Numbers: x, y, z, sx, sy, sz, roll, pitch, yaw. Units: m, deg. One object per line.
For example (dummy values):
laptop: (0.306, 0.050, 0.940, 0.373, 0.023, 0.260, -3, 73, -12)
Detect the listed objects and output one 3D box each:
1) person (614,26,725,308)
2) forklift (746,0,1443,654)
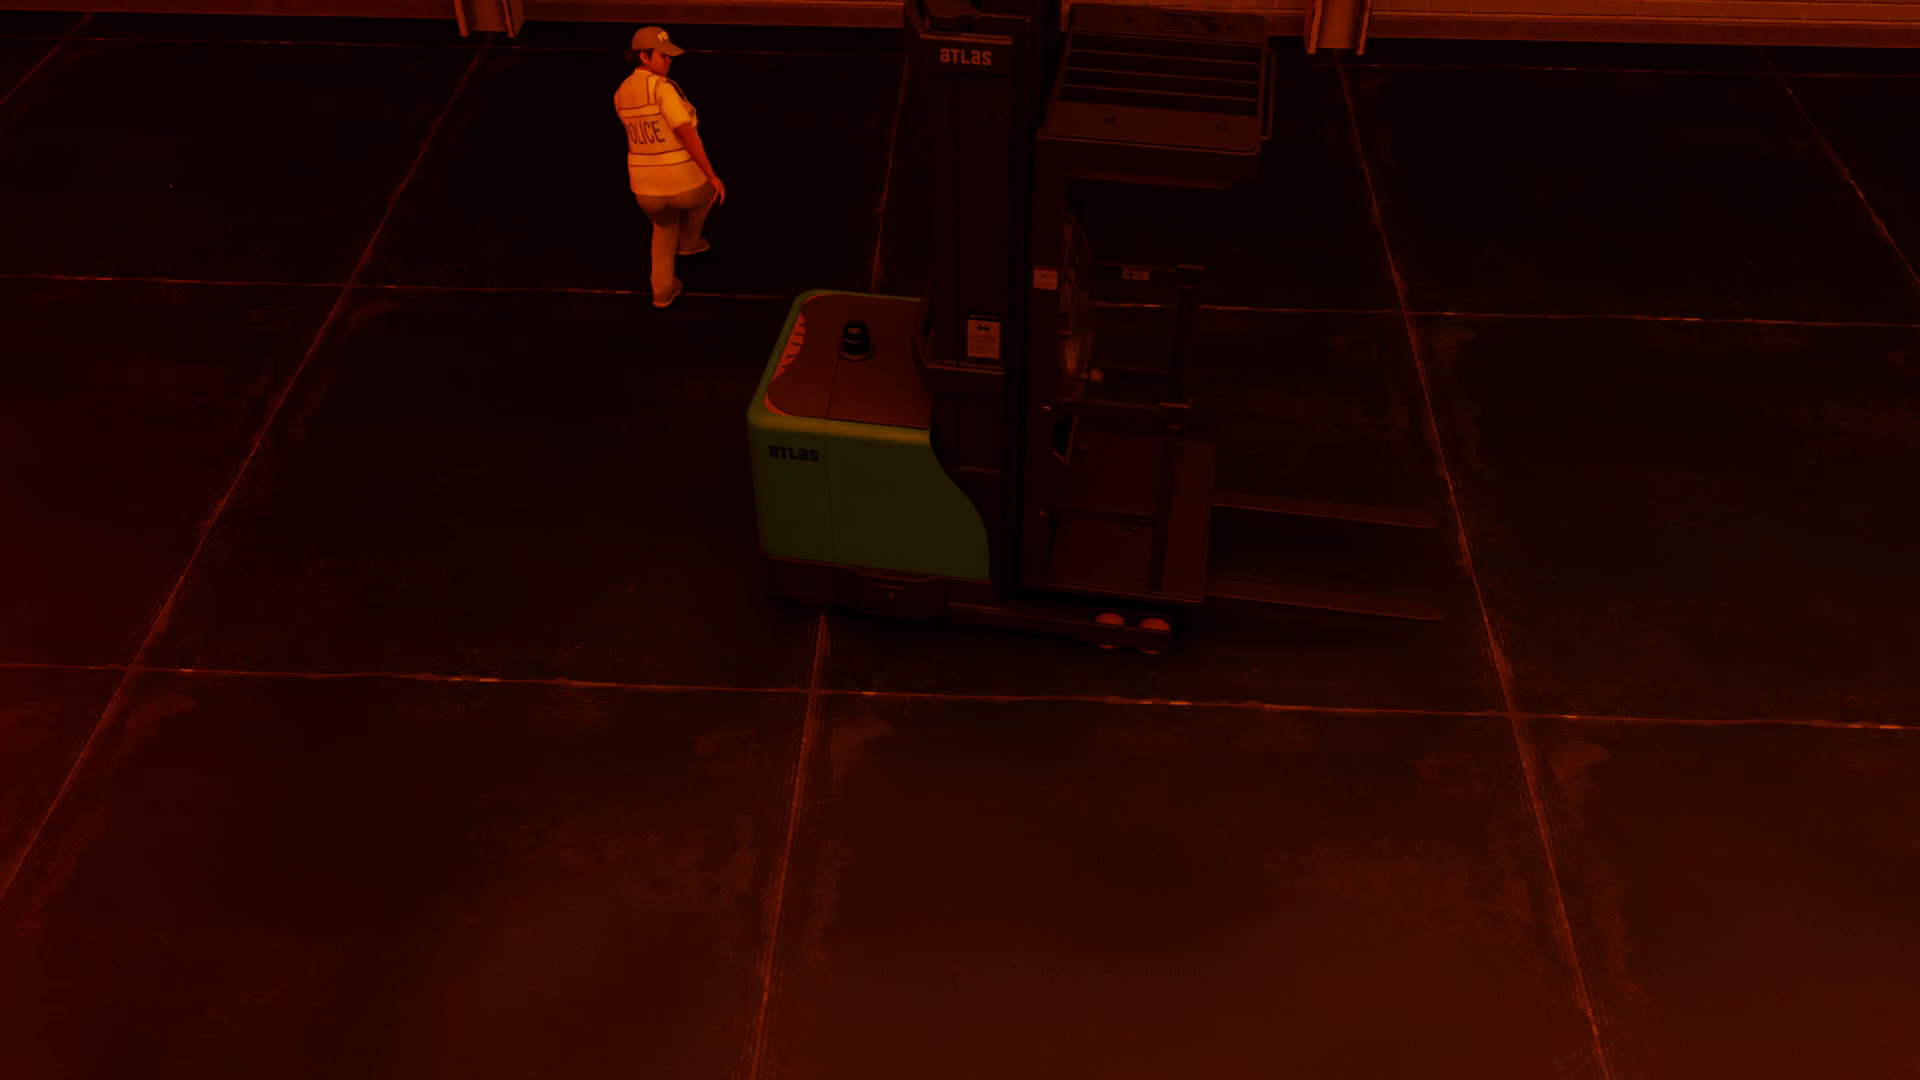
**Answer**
person: (-1.495, -2.049, 9.061, 0.706, 1.514, 0.755, 11, 43, 12)
forklift: (0.656, -0.964, 6.799, 3.031, 2.935, 1.130, 6, 43, 7)
